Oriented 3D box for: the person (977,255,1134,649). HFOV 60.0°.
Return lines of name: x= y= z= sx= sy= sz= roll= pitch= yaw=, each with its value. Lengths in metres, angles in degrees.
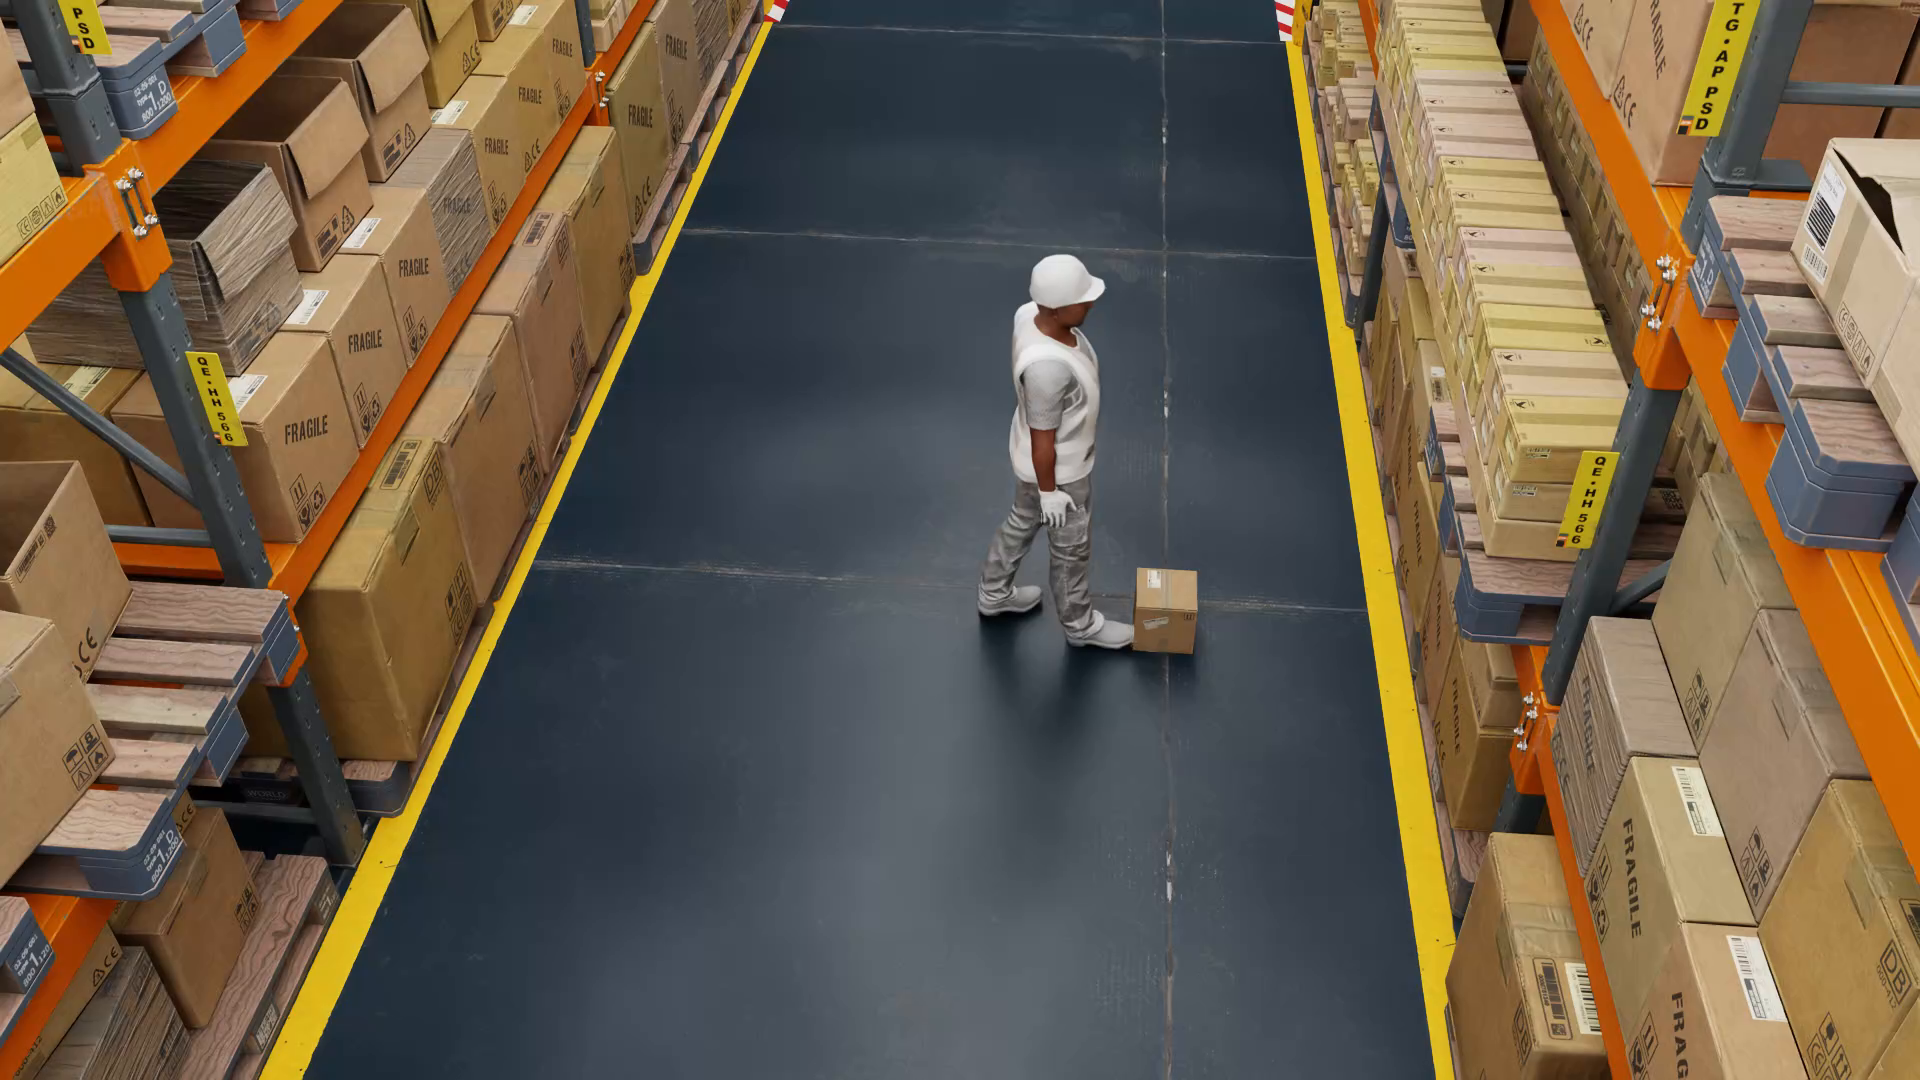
person: x=0.411 y=-0.326 z=6.518 sx=0.675 sy=1.787 sz=0.569 roll=-1 pitch=40 yaw=-1
